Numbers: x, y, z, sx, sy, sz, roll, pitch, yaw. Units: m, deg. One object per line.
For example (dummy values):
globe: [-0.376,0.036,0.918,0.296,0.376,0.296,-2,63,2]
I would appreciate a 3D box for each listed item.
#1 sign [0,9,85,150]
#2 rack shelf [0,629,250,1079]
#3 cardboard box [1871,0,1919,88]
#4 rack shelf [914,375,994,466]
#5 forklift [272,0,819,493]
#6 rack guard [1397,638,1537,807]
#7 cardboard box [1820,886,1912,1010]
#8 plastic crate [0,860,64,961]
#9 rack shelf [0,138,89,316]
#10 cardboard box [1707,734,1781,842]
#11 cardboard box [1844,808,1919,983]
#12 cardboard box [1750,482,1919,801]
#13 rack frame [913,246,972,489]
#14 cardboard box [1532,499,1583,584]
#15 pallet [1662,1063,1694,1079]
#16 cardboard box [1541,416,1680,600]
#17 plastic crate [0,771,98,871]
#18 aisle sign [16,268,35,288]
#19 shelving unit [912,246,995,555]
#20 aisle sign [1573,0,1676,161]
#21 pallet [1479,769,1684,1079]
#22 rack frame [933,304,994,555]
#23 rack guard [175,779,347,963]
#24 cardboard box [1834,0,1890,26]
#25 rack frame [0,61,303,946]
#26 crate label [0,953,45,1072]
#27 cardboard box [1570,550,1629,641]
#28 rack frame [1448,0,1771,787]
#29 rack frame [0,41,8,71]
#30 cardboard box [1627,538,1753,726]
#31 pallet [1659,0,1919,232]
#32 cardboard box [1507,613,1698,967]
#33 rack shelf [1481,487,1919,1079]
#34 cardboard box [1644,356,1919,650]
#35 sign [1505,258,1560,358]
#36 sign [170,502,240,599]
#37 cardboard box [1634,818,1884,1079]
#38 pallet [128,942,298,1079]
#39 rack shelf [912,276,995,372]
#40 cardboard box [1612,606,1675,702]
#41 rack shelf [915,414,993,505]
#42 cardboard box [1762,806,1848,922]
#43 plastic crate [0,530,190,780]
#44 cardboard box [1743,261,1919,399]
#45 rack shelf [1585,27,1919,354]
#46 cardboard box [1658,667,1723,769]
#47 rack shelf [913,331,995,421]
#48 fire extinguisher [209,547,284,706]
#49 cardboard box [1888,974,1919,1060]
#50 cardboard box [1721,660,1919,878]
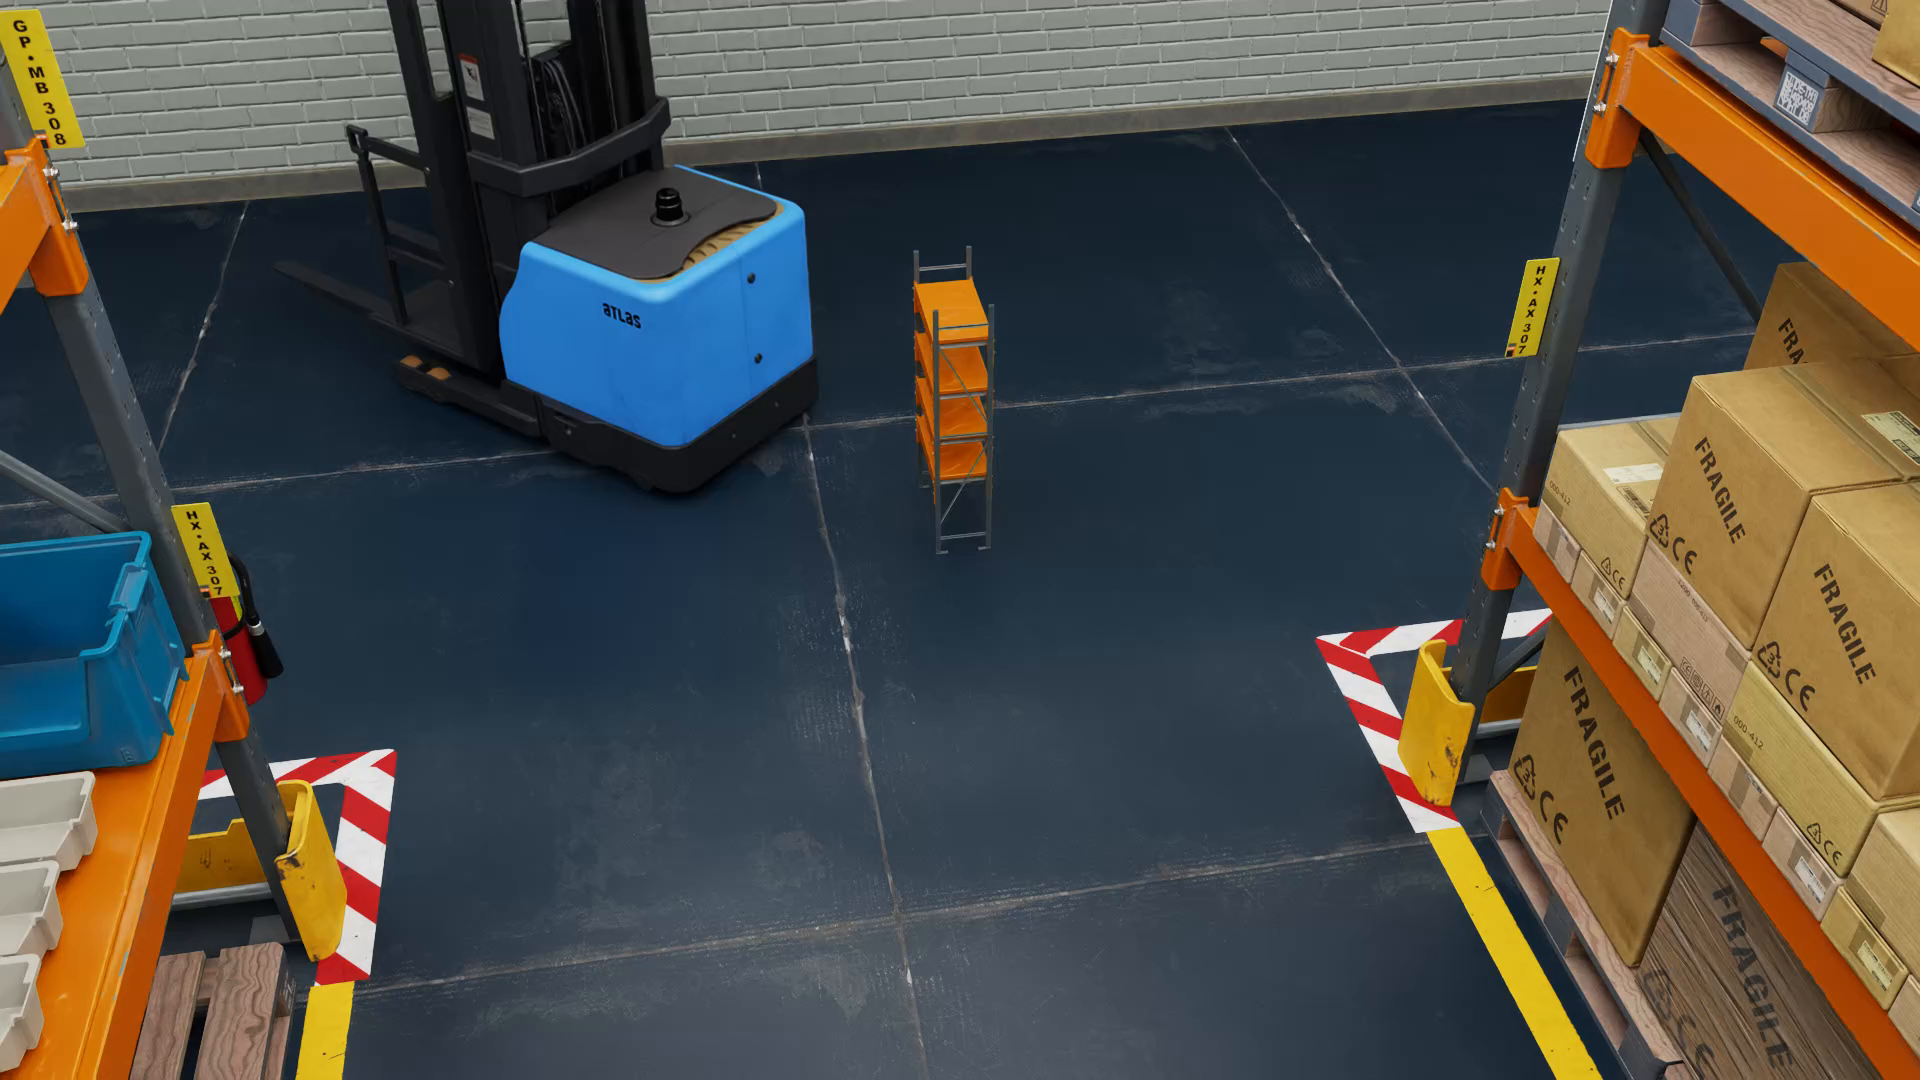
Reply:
sign: [-2.100,-1.046,3.792,0.100,0.325,0.005,-6,38,-8]
rack shelf: [-2.288,1.658,3.257,1.077,0.370,4.000,-6,38,-8]
cardboard box: [2.362,-1.135,3.316,0.700,0.500,0.500,-8,38,-10]
rack shelf: [-0.029,-0.521,7.052,0.258,0.148,0.480,-6,38,-8]
forklift: [-2.185,-2.074,7.531,3.031,2.935,1.130,23,43,26]
rack guard: [2.234,0.606,6.063,1.175,0.500,0.348,-6,38,-8]
cardboard box: [2.246,0.911,3.837,0.380,0.149,0.250,-7,38,-9]
plastic crate: [-2.280,0.896,3.818,0.396,0.136,0.243,-6,38,-8]
rack shelf: [-2.288,0.473,2.337,1.077,0.370,4.000,-6,38,-8]
cardboard box: [2.157,0.603,4.234,0.380,0.149,0.250,-7,38,-9]
cardboard box: [2.335,0.826,3.622,0.500,0.250,0.500,-7,38,-9]
cardboard box: [2.241,0.212,3.801,0.500,0.500,0.500,-7,38,-9]
rack frame: [-0.072,-0.721,7.200,0.240,1.200,0.015,-6,38,-8]
cardboard box: [1.975,-0.018,5.033,0.380,0.149,0.250,-6,38,-7]
pallet: [2.666,1.944,4.576,1.003,0.211,1.213,-6,38,-8]
cardboard box: [2.056,-0.106,4.822,0.500,0.250,0.500,-7,38,-9]
plastic crate: [-2.317,0.719,4.045,0.396,0.136,0.243,-6,38,-8]
aisle sign: [-2.362,-0.936,3.891,0.394,0.787,0.004,-6,38,-8]
shelving unit: [-0.029,-0.574,7.011,0.258,1.200,0.503,-6,38,-8]
aisle sign: [1.930,-1.405,4.494,0.394,0.787,0.004,-6,38,-8]
pallet: [2.455,1.209,5.522,1.003,0.211,1.213,-6,38,-8]
rack frame: [0.014,-0.426,6.821,0.240,1.200,0.015,-6,38,-8]
rack guard: [-2.655,1.140,5.375,1.175,0.500,0.348,-6,38,-8]
cardboard box: [2.382,-1.488,3.770,0.700,0.500,0.500,-8,39,-11]
rack frame: [-2.638,0.166,4.592,1.000,3.000,0.127,-6,38,-8]
crate label: [-2.208,1.061,3.605,0.396,0.136,0.243,-6,38,-8]
cardboard box: [2.022,0.137,4.833,0.380,0.149,0.250,-7,38,-9]
rack frame: [2.238,-0.367,5.277,1.000,3.000,0.127,-6,38,-8]
rack frame: [-2.638,-2.203,2.751,1.000,3.000,0.127,-6,38,-8]
cardboard box: [2.154,0.207,4.418,0.500,0.250,0.500,-7,38,-9]
pallet: [2.378,-1.070,3.809,1.003,0.211,1.213,-6,38,-8]
cardboard box: [2.429,0.684,5.314,0.875,0.875,0.875,-6,38,-8]
rack shelf: [2.589,1.125,3.943,1.077,0.370,4.000,-6,38,-8]
cardboard box: [2.144,-0.100,4.203,0.500,0.500,0.500,-7,38,-9]
sign: [1.691,-0.684,4.915,0.100,0.325,0.005,-6,38,-8]
sign: [-2.100,0.032,4.630,0.100,0.325,0.005,-6,38,-8]
cardboard box: [2.589,1.234,4.606,0.875,0.875,0.875,-6,38,-8]
pallet: [-2.532,1.769,4.801,1.003,0.211,1.213,-6,38,-8]
rack shelf: [-0.029,-0.884,6.770,0.258,0.148,0.480,-6,38,-8]
cardboard box: [2.067,0.292,4.634,0.380,0.149,0.250,-7,38,-9]
rack shelf: [-0.029,-0.364,7.174,0.258,0.148,0.480,-6,38,-8]
cardboard box: [2.203,0.759,4.033,0.380,0.149,0.250,-7,38,-8]
plastic crate: [-2.396,0.310,4.328,0.616,0.435,0.499,-6,38,-8]
cardboard box: [2.582,-0.455,4.660,0.500,0.500,0.500,-6,38,-7]
rack shelf: [2.589,-0.059,3.023,1.077,0.370,4.000,-6,38,-8]
cardboard box: [2.114,0.449,4.432,0.380,0.149,0.250,-7,38,-9]
rack shelf: [-0.029,-0.697,6.915,0.258,0.148,0.480,-6,38,-8]
fire extinguisher: [-2.217,0.204,4.910,0.296,0.674,0.183,-6,38,-8]
cardboard box: [2.294,1.069,3.633,0.380,0.149,0.250,-6,38,-7]
cardboard box: [2.239,0.511,4.027,0.500,0.250,0.500,-7,38,-9]
